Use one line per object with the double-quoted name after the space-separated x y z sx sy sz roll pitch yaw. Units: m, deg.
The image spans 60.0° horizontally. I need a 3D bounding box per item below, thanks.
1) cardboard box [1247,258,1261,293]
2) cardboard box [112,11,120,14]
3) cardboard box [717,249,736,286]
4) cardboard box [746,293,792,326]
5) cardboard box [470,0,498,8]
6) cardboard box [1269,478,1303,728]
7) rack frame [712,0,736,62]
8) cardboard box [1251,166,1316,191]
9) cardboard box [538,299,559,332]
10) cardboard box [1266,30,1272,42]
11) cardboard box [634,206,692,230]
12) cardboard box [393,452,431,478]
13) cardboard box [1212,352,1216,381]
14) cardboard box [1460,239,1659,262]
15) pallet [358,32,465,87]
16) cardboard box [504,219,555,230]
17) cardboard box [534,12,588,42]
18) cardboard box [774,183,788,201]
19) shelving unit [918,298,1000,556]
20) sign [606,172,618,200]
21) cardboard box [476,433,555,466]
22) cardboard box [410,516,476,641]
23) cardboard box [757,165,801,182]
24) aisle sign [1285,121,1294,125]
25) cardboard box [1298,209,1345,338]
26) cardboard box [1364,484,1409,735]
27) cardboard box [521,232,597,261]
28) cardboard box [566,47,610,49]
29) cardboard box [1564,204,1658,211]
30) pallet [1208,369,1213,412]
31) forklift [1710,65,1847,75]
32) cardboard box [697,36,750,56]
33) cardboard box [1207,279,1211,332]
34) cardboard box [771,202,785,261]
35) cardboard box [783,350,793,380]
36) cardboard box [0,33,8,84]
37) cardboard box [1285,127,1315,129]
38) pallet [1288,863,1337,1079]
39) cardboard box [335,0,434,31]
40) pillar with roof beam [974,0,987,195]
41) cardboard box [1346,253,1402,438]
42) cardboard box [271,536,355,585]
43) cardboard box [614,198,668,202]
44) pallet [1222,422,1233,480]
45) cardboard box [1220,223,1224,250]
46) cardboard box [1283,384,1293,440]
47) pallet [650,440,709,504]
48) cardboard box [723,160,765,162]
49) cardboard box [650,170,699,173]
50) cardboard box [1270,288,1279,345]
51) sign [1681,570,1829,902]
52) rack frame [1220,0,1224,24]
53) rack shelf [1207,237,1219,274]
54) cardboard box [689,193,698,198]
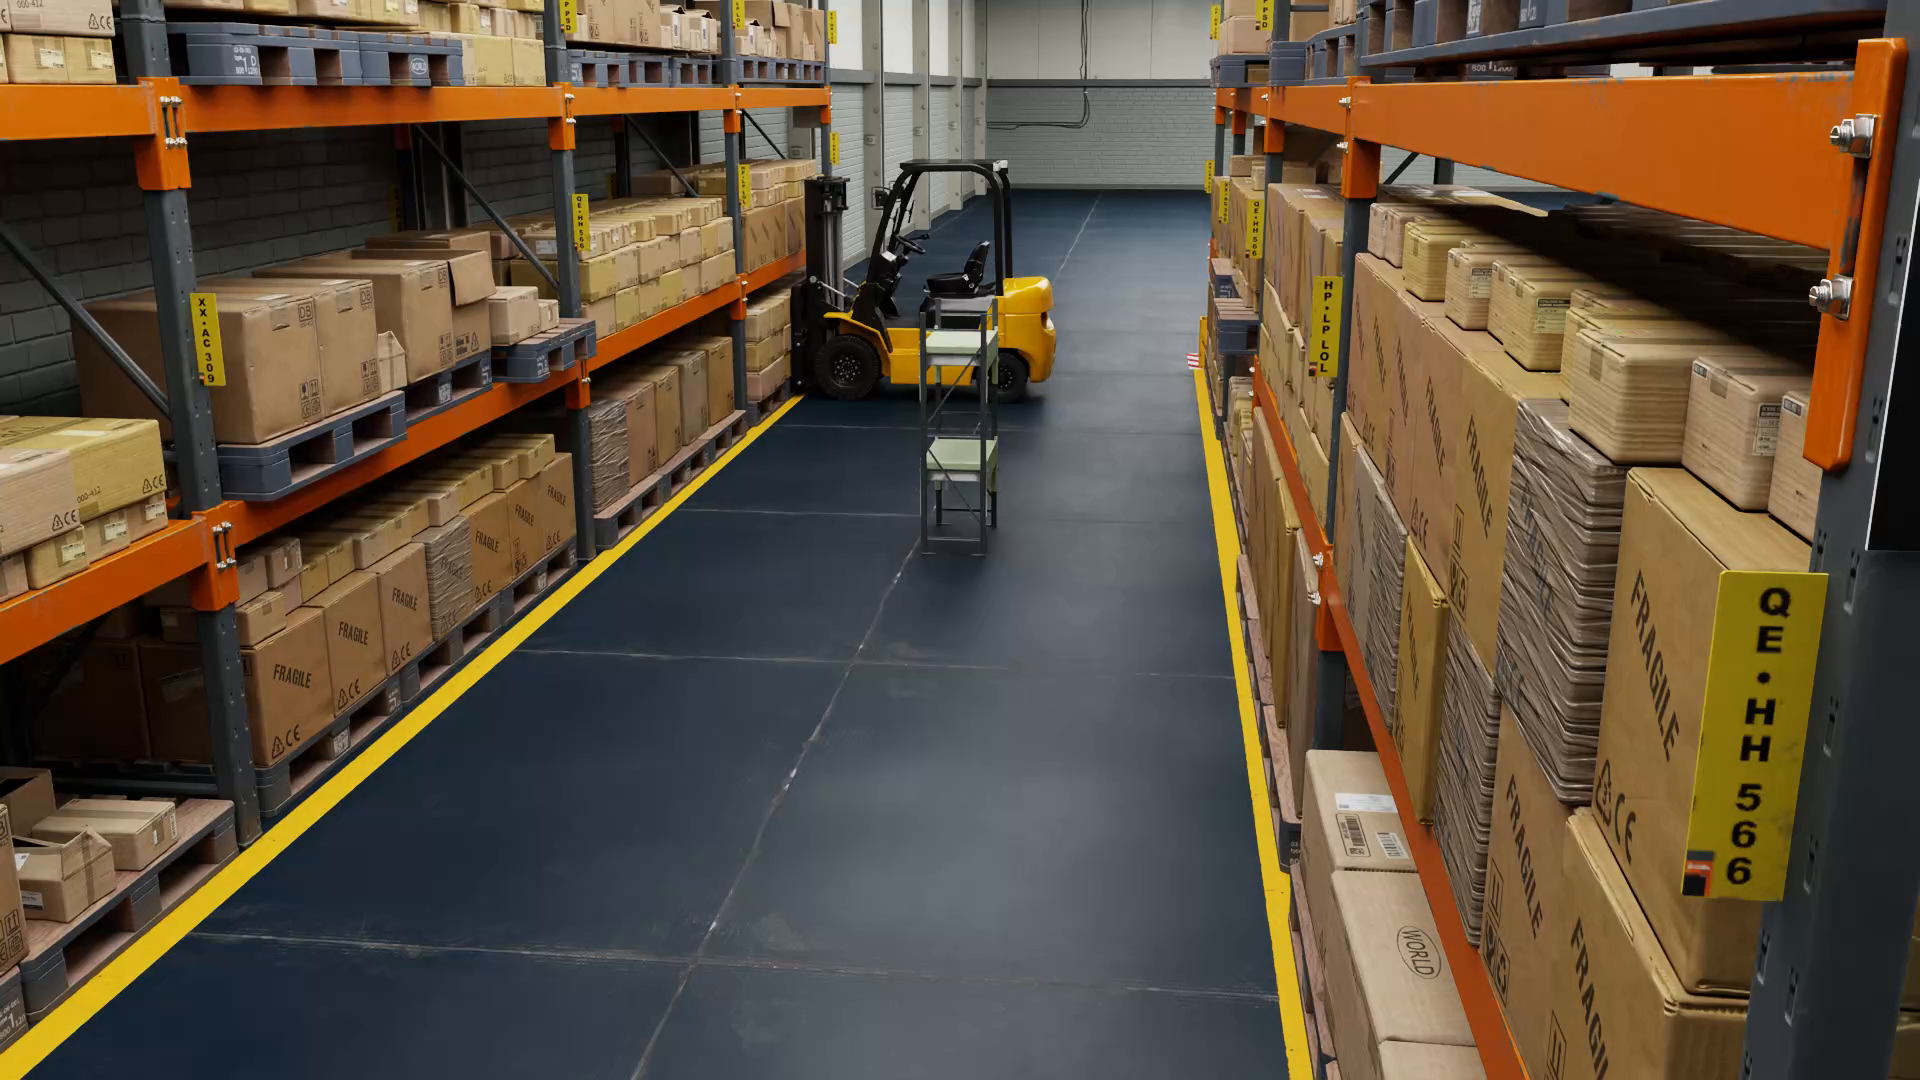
1.959 -1.716 9.696 0.500 0.500 0.500 1 15 5 "cardboard box"
-3.232 -2.026 6.148 0.380 0.149 0.250 2 15 8 "cardboard box"
-2.094 -2.167 13.217 0.500 0.250 0.500 2 15 8 "cardboard box"
-1.818 -2.114 15.281 0.500 0.250 0.500 2 15 8 "cardboard box"
-2.608 -2.819 8.547 0.380 0.149 0.250 1 15 4 "cardboard box"
1.817 0.267 7.192 0.875 0.875 0.875 2 15 8 "cardboard box"
-2.297 -5.274 12.927 1.000 3.000 0.127 2 15 6 "rack frame"
2.088 -2.336 10.745 0.380 0.149 0.250 1 15 4 "cardboard box"
-2.441 -1.240 9.179 0.380 0.149 0.250 2 15 7 "cardboard box"
2.328 -3.090 10.397 0.797 0.503 0.637 2 15 6 "cardboard box"
-2.196 -2.377 12.270 0.380 0.149 0.250 1 15 5 "cardboard box"
-3.122 -0.389 9.094 0.380 0.149 0.250 2 15 7 "cardboard box"
2.547 -1.540 15.072 0.500 0.250 0.500 2 15 7 "cardboard box"
1.345 -0.595 3.766 0.380 0.149 0.250 2 15 6 "cardboard box"
-2.943 -2.097 7.282 1.213 0.211 1.003 2 15 6 "pallet"
-2.839 -2.060 11.099 0.380 0.149 0.250 2 15 6 "cardboard box"
-2.407 -3.008 9.746 0.380 0.166 0.250 2 15 6 "cardboard box"
-1.806 -3.215 15.370 0.380 0.149 0.250 1 15 5 "cardboard box"
0.001 -0.726 10.473 0.431 1.500 0.755 2 15 6 "shelving unit"
-2.849 -2.850 13.645 0.100 0.325 0.005 2 15 6 "sign"
-2.553 -0.514 9.559 0.380 0.149 0.250 1 15 4 "cardboard box"
-2.746 0.180 8.234 0.500 0.500 0.500 1 15 4 "cardboard box"
-1.721 -3.487 15.808 0.380 0.149 0.250 2 15 7 "cardboard box"
3.382 -4.533 16.698 0.394 0.787 0.004 2 15 6 "aisle sign"
1.661 -1.077 6.793 0.500 0.500 0.500 2 15 8 "cardboard box"
1.296 0.167 4.106 0.500 0.500 0.500 2 15 7 "cardboard box"
-2.420 -1.776 10.049 0.380 0.149 0.250 2 15 8 "cardboard box"
-2.584 -3.481 11.495 0.380 0.166 0.250 2 15 6 "cardboard box"
2.014 -0.913 4.941 0.380 0.149 0.250 1 15 5 "cardboard box"
2.811 -1.379 15.358 1.003 0.211 1.213 2 15 6 "pallet"
5.251 -1.610 11.002 1.130 2.935 3.031 8 17 27 "forklift"
-1.945 -4.063 13.680 0.380 0.149 0.250 2 15 7 "cardboard box"
2.719 -2.300 16.449 0.500 0.500 0.500 1 15 4 "cardboard box"
-1.889 -2.801 15.081 0.500 0.500 0.500 2 15 6 "cardboard box"
-1.829 -1.635 15.425 0.500 0.250 0.500 2 15 7 "cardboard box"
-3.017 -1.395 4.809 0.380 0.149 0.250 2 15 8 "cardboard box"
3.226 -3.539 15.328 0.700 0.500 0.500 2 15 6 "cardboard box"
1.569 1.383 5.142 1.003 0.211 1.213 2 15 6 "pallet"
-2.720 -2.477 7.851 0.380 0.149 0.250 2 15 8 "cardboard box"
4.843 -13.811 44.500 9.100 9.000 0.400 2 15 6 "pillar with roof beam"
1.438 -0.572 4.925 0.500 0.500 0.500 2 15 7 "cardboard box"
-2.905 0.090 7.324 0.380 0.149 0.250 1 15 5 "cardboard box"
-2.550 -2.655 13.298 0.380 0.149 0.250 1 15 5 "cardboard box"
2.549 -0.685 12.790 1.003 0.211 1.213 2 15 6 "pallet"
2.544 -2.816 14.567 0.500 0.500 0.500 2 15 8 "cardboard box"
1.721 -0.606 7.443 0.500 0.250 0.500 2 15 6 "cardboard box"
-2.477 -0.522 12.189 1.003 0.211 1.213 2 15 6 "pallet"
-2.188 -3.772 16.863 0.380 0.149 0.250 2 15 8 "cardboard box"
-2.509 -3.174 14.651 0.380 0.149 0.250 1 15 5 "cardboard box"
1.822 -1.106 8.335 0.500 0.250 0.500 2 15 8 "cardboard box"
0.744 0.187 1.553 0.100 0.325 0.005 2 15 6 "sign"
3.087 -6.166 16.226 1.000 3.000 0.127 2 15 6 "rack frame"
2.861 -2.404 15.185 1.077 0.370 4.000 2 15 6 "rack shelf"
-2.484 -2.965 14.445 0.380 0.149 0.250 2 15 8 "cardboard box"
